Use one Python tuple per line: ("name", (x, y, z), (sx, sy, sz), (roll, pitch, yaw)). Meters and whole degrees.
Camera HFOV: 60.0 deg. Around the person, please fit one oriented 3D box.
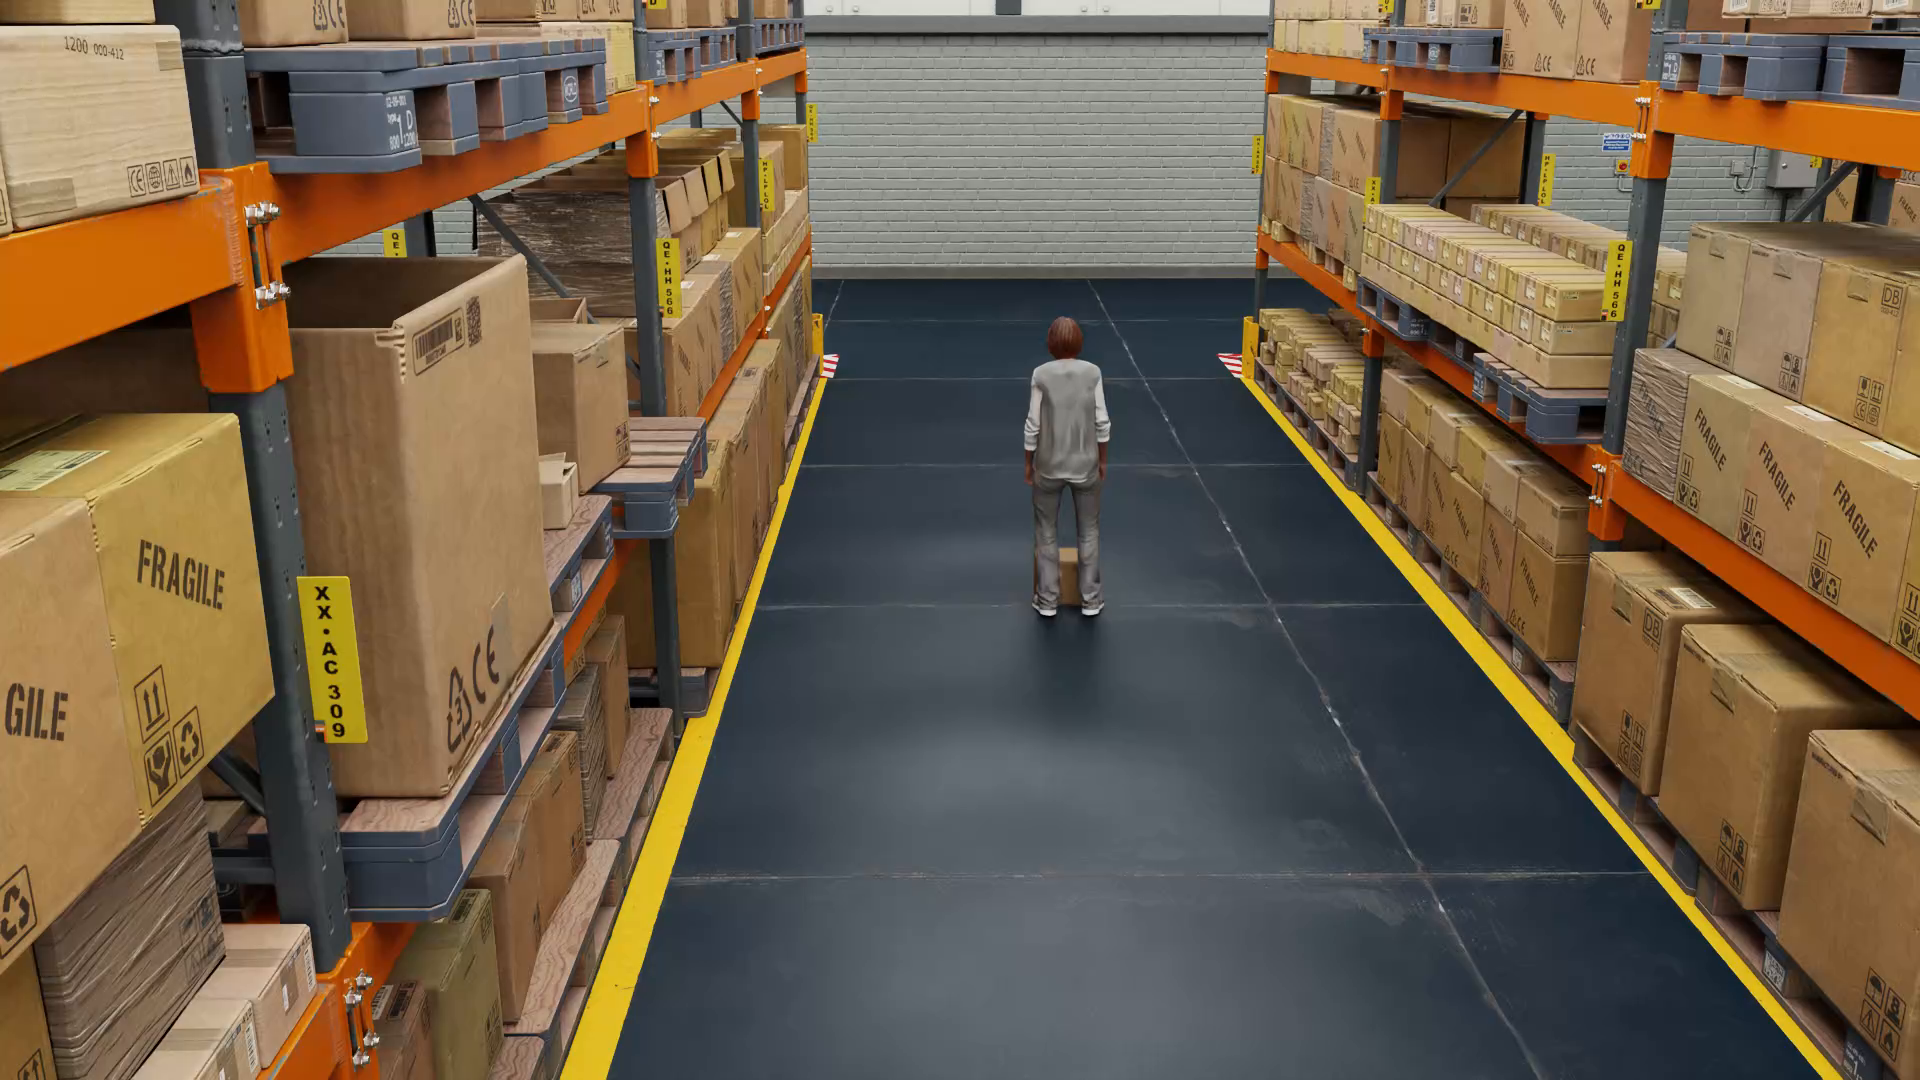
("person", (0.559, -0.364, 8.746), (0.462, 1.581, 0.344), (-1, 17, -3))
